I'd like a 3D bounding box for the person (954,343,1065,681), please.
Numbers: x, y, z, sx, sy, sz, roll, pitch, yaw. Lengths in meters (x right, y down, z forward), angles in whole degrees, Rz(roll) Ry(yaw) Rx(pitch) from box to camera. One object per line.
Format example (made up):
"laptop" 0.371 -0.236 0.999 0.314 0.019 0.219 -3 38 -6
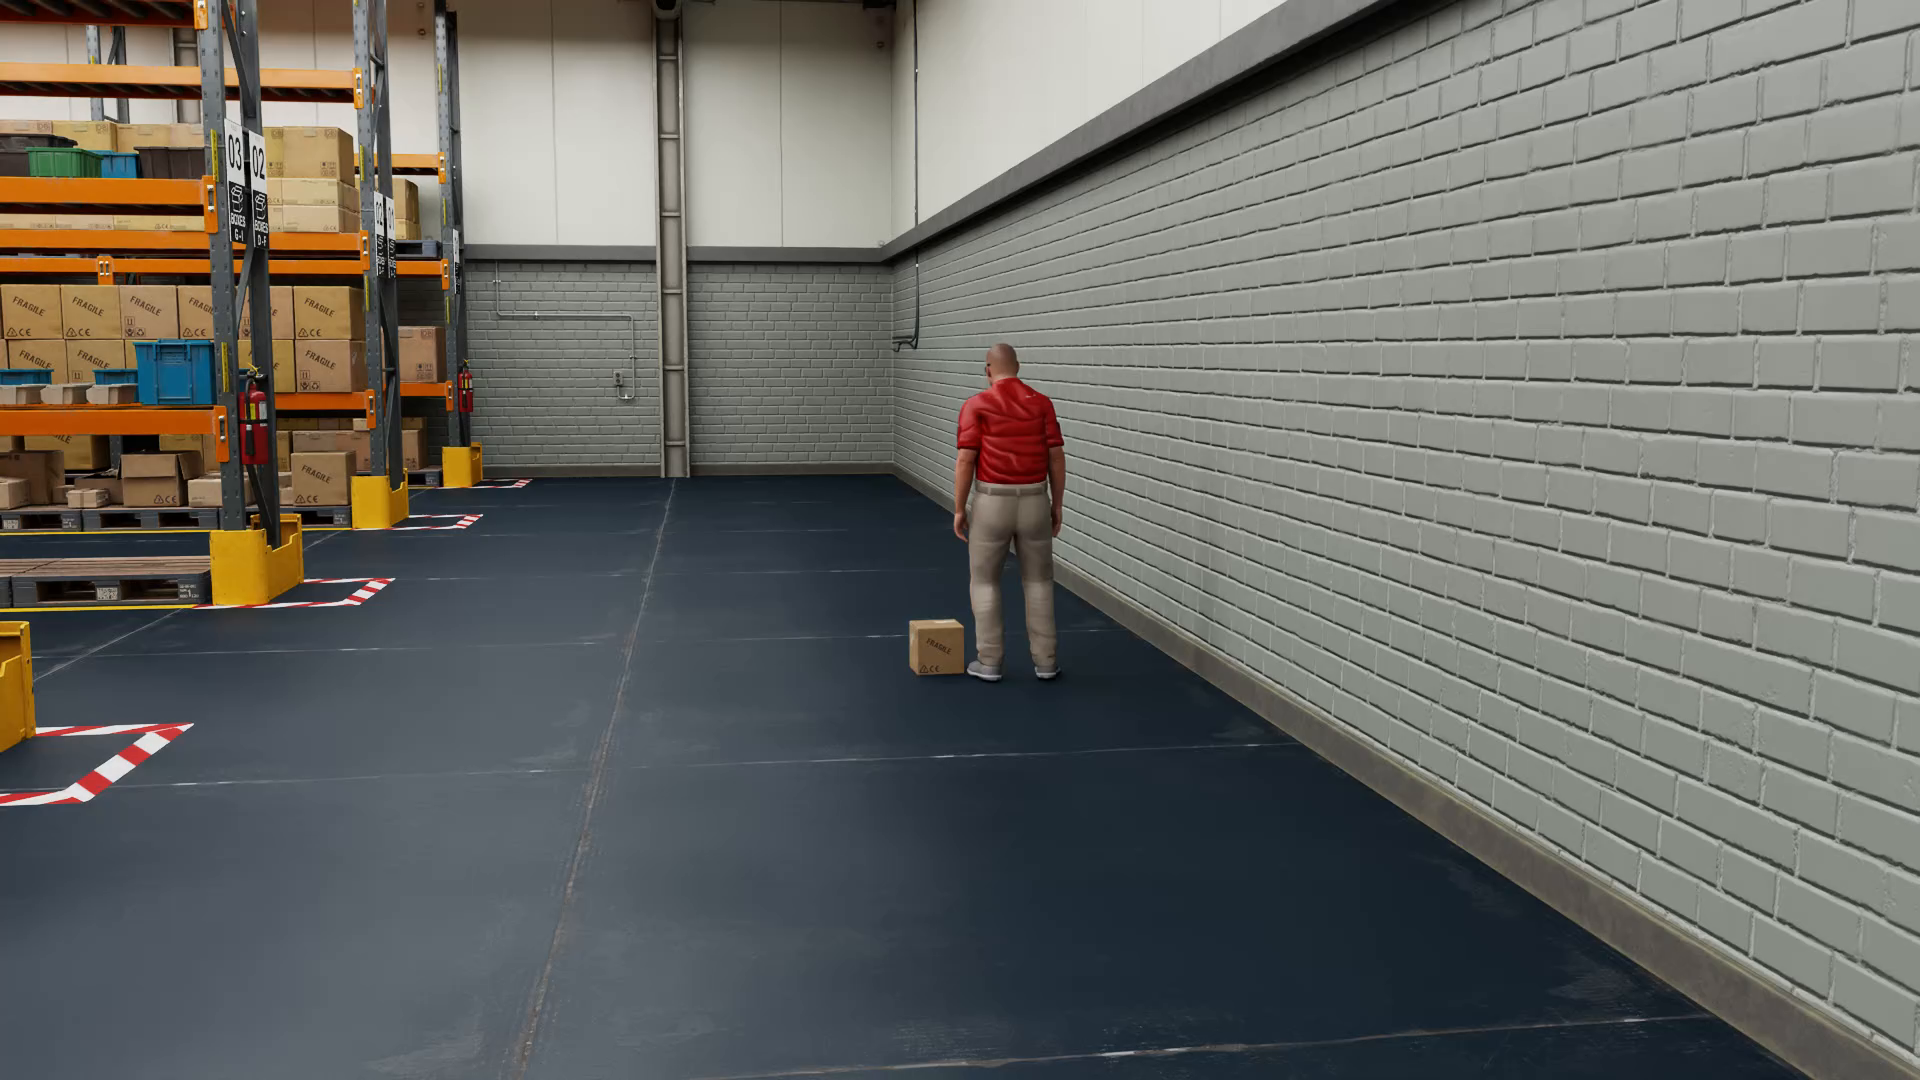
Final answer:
"person" 0.256 -0.144 8.555 0.599 1.726 0.393 -1 7 -12
